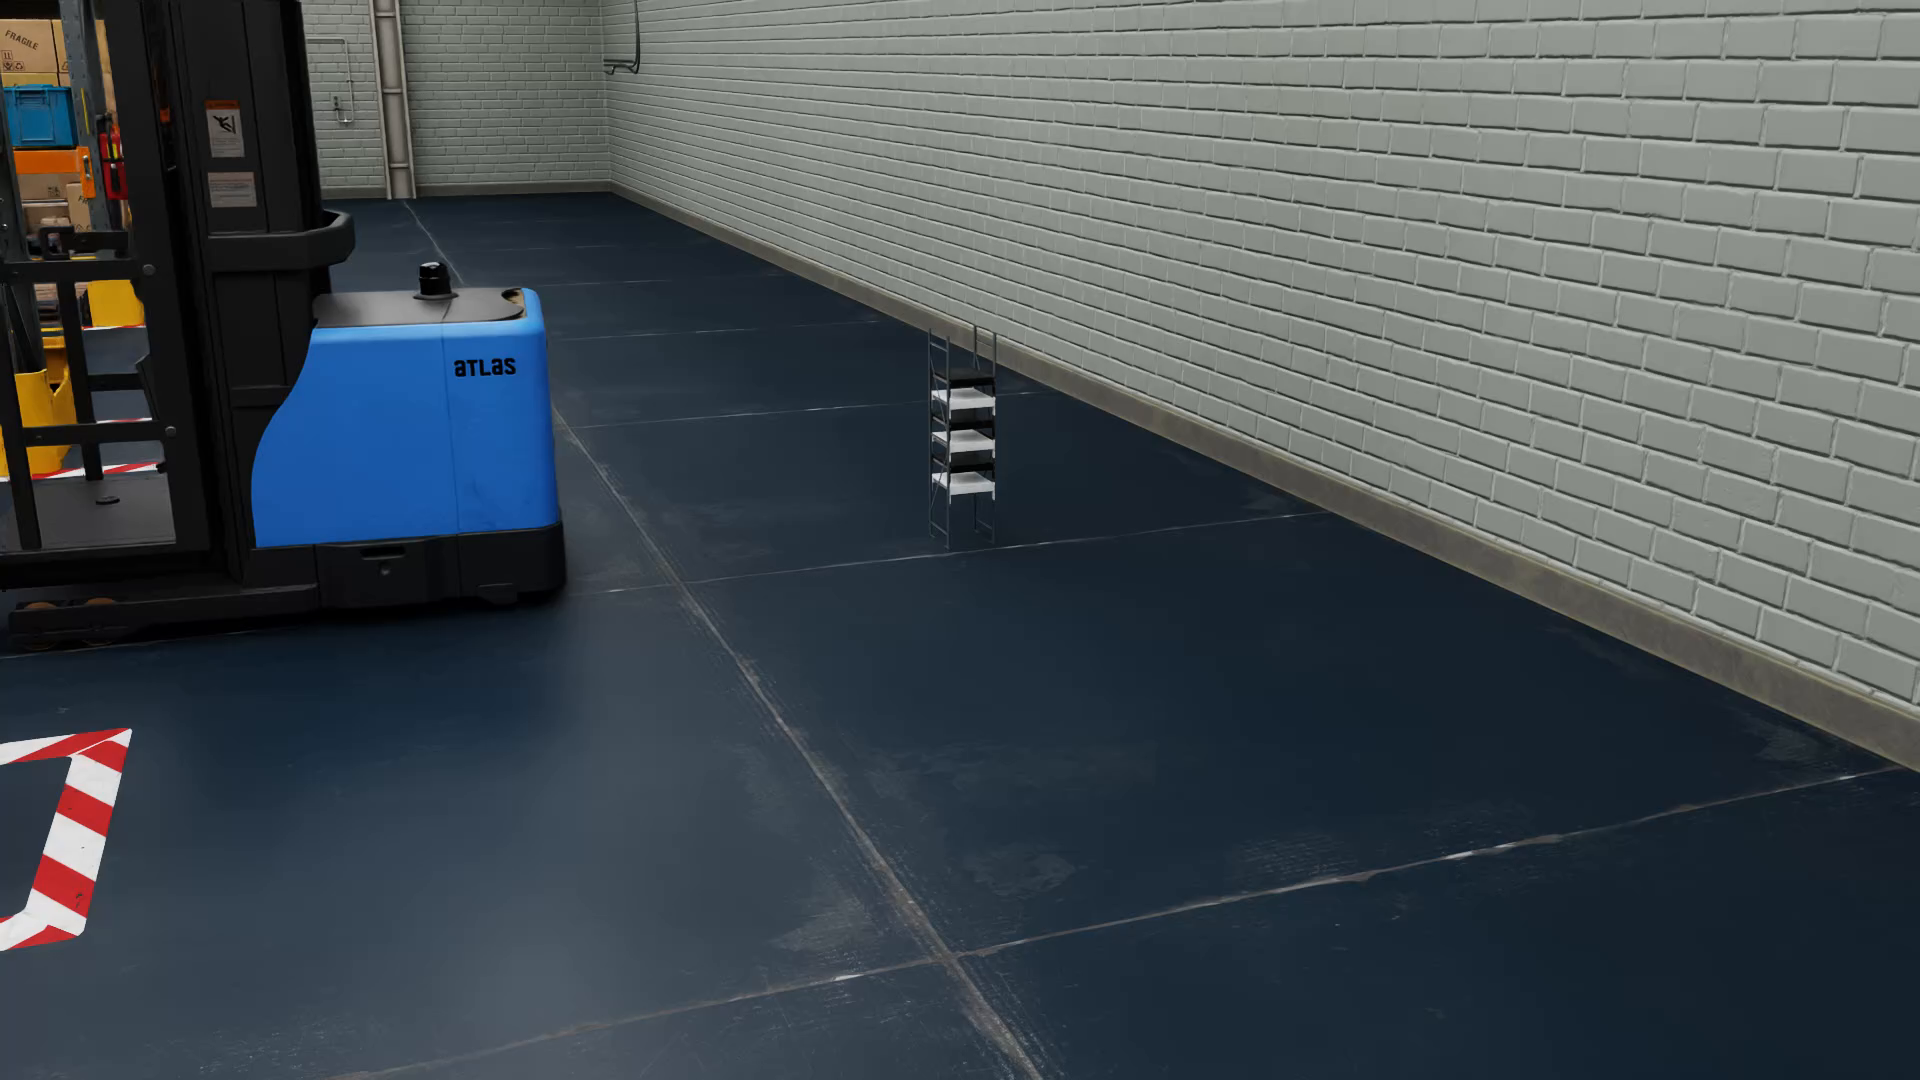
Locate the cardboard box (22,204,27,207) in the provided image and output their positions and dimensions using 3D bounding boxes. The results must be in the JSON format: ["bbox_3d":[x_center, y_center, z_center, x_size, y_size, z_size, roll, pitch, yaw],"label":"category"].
[{"bbox_3d":[-9.939,-3.325,17.196,0.500,0.250,0.500,-6,17,-20],"label":"cardboard box"}]

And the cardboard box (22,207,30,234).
[{"bbox_3d":[-9.713,-3.198,16.765,0.500,0.250,0.500,-6,17,-20],"label":"cardboard box"}]

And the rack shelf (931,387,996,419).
[{"bbox_3d":[0.008,-0.573,6.933,0.200,0.077,0.258,-6,17,-20],"label":"rack shelf"}]

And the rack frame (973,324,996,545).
[{"bbox_3d":[0.103,-0.443,7.009,0.006,0.900,0.240,-6,17,-20],"label":"rack frame"}]

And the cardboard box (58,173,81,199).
[{"bbox_3d":[-11.257,-4.672,21.375,0.500,0.500,0.700,-6,17,-20],"label":"cardboard box"}]

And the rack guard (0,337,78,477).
[{"bbox_3d":[-4.832,-0.710,8.630,0.348,0.500,1.175,-6,17,-20],"label":"rack guard"}]

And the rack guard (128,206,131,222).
[{"bbox_3d":[-8.467,-3.307,17.473,0.348,0.500,1.175,-6,17,-20],"label":"rack guard"}]

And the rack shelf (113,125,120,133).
[{"bbox_3d":[-10.264,-3.967,16.561,4.000,0.370,1.077,-6,17,-20],"label":"rack shelf"}]

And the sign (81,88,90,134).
[{"bbox_3d":[-6.415,-3.146,12.197,0.005,0.325,0.100,-6,17,-20],"label":"sign"}]

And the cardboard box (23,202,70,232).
[{"bbox_3d":[-9.472,-3.375,17.368,0.500,0.250,0.500,-6,17,-20],"label":"cardboard box"}]

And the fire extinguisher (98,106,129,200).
[{"bbox_3d":[-6.324,-2.890,12.415,0.183,0.674,0.296,-6,17,-20],"label":"fire extinguisher"}]

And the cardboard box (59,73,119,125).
[{"bbox_3d":[-8.717,-4.445,16.735,0.500,0.500,0.500,-6,17,-18],"label":"cardboard box"}]

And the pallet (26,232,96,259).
[{"bbox_3d":[-9.211,-3.088,17.239,1.213,0.211,1.003,-6,17,-20],"label":"pallet"}]

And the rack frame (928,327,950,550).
[{"bbox_3d":[-0.087,-0.422,6.939,0.006,0.900,0.240,-6,17,-20],"label":"rack frame"}]

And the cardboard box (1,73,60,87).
[{"bbox_3d":[-9.200,-4.392,16.554,0.500,0.500,0.500,-6,17,-20],"label":"cardboard box"}]

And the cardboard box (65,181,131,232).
[{"bbox_3d":[-8.816,-3.406,17.029,0.500,0.500,0.500,-6,17,-20],"label":"cardboard box"}]

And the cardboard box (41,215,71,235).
[{"bbox_3d":[-9.226,-3.229,17.018,0.250,0.166,0.380,-6,17,-20],"label":"cardboard box"}]

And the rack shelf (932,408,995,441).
[{"bbox_3d":[0.008,-0.487,6.958,0.200,0.077,0.258,-6,17,-20],"label":"rack shelf"}]

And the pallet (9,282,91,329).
[{"bbox_3d":[-7.411,-1.800,12.852,1.213,0.211,1.003,-6,17,-20],"label":"pallet"}]

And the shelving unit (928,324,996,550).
[{"bbox_3d":[0.008,-0.433,6.974,0.210,0.900,0.258,-6,17,-20],"label":"shelving unit"}]

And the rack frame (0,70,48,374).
[{"bbox_3d":[-4.855,-1.907,8.270,0.127,3.000,1.000,-6,17,-20],"label":"rack frame"}]

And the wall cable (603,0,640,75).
[{"bbox_3d":[-4.763,-7.682,22.797,0.112,2.526,3.097,-6,17,-20],"label":"wall cable"}]

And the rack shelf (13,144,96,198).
[{"bbox_3d":[-8.495,-2.664,12.122,4.000,0.370,1.077,-6,17,-20],"label":"rack shelf"}]

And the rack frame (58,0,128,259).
[{"bbox_3d":[-6.627,-3.210,12.707,0.127,3.000,1.000,-6,17,-20],"label":"rack frame"}]

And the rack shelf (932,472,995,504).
[{"bbox_3d":[0.008,-0.228,7.034,0.200,0.077,0.258,-6,17,-20],"label":"rack shelf"}]

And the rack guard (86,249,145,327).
[{"bbox_3d":[-6.609,-2.017,13.079,0.348,0.500,1.175,-6,17,-20],"label":"rack guard"}]

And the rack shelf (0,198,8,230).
[{"bbox_3d":[-6.722,-1.361,7.684,4.000,0.370,1.077,-6,17,-20],"label":"rack shelf"}]

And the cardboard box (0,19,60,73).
[{"bbox_3d":[-9.185,-4.873,16.418,0.500,0.500,0.500,-6,17,-19],"label":"cardboard box"}]

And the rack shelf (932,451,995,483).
[{"bbox_3d":[0.008,-0.314,7.009,0.200,0.077,0.258,-6,17,-20],"label":"rack shelf"}]

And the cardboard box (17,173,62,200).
[{"bbox_3d":[-11.727,-4.621,21.202,0.500,0.500,0.700,-7,18,-22],"label":"cardboard box"}]

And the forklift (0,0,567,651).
[{"bbox_3d":[-3.066,-1.185,5.933,3.031,2.935,1.130,-4,17,-15],"label":"forklift"}]

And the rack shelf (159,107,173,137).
[{"bbox_3d":[-12.040,-5.270,20.998,4.000,0.370,1.077,-6,17,-20],"label":"rack shelf"}]

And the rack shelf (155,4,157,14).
[{"bbox_3d":[-12.040,-6.709,20.576,4.000,0.370,1.077,-6,17,-20],"label":"rack shelf"}]

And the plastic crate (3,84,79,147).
[{"bbox_3d":[-6.873,-3.173,12.412,0.499,0.435,0.616,-6,17,-20],"label":"plastic crate"}]

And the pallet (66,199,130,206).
[{"bbox_3d":[-10.891,-4.378,21.632,1.213,0.211,1.003,-6,17,-20],"label":"pallet"}]

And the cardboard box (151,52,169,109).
[{"bbox_3d":[-10.645,-5.907,21.357,0.700,0.700,0.980,-5,17,-18],"label":"cardboard box"}]

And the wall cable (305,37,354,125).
[{"bbox_3d":[-9.315,-6.683,22.728,1.851,1.984,0.084,-6,17,-20],"label":"wall cable"}]

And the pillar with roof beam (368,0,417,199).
[{"bbox_3d":[-6.420,-8.063,18.583,0.400,9.000,9.100,-6,17,-20],"label":"pillar with roof beam"}]

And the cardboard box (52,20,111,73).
[{"bbox_3d":[-8.713,-4.925,16.592,0.500,0.500,0.500,-6,18,-21],"label":"cardboard box"}]

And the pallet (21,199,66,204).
[{"bbox_3d":[-12.028,-4.256,21.217,1.213,0.211,1.003,-6,17,-20],"label":"pallet"}]

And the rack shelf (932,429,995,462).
[{"bbox_3d":[0.008,-0.401,6.984,0.200,0.077,0.258,-6,17,-20],"label":"rack shelf"}]

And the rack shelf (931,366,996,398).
[{"bbox_3d":[0.008,-0.660,6.908,0.200,0.077,0.258,-6,17,-20],"label":"rack shelf"}]
